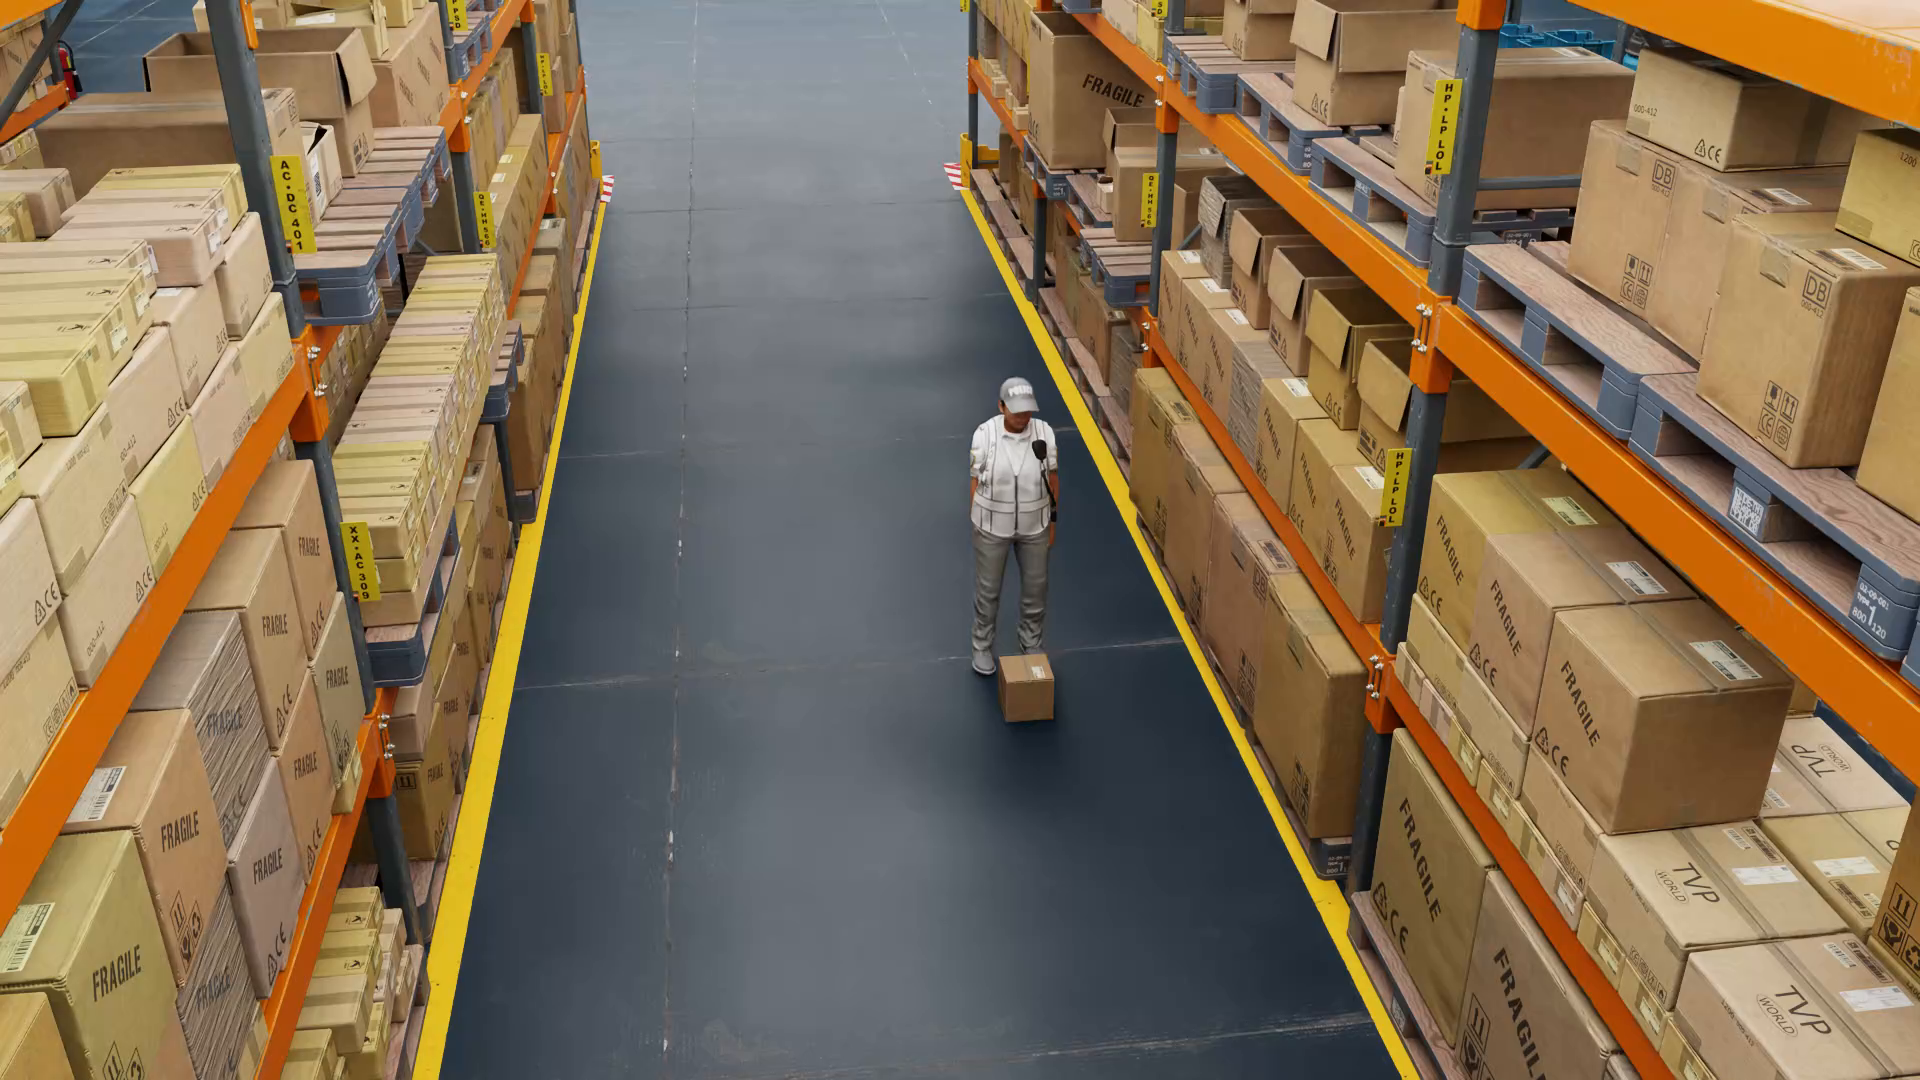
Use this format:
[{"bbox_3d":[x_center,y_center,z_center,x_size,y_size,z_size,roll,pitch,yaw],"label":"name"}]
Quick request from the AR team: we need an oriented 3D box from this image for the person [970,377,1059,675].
[{"bbox_3d":[0.290,-0.070,8.759,0.467,1.660,0.390,-3,27,-6],"label":"person"}]
